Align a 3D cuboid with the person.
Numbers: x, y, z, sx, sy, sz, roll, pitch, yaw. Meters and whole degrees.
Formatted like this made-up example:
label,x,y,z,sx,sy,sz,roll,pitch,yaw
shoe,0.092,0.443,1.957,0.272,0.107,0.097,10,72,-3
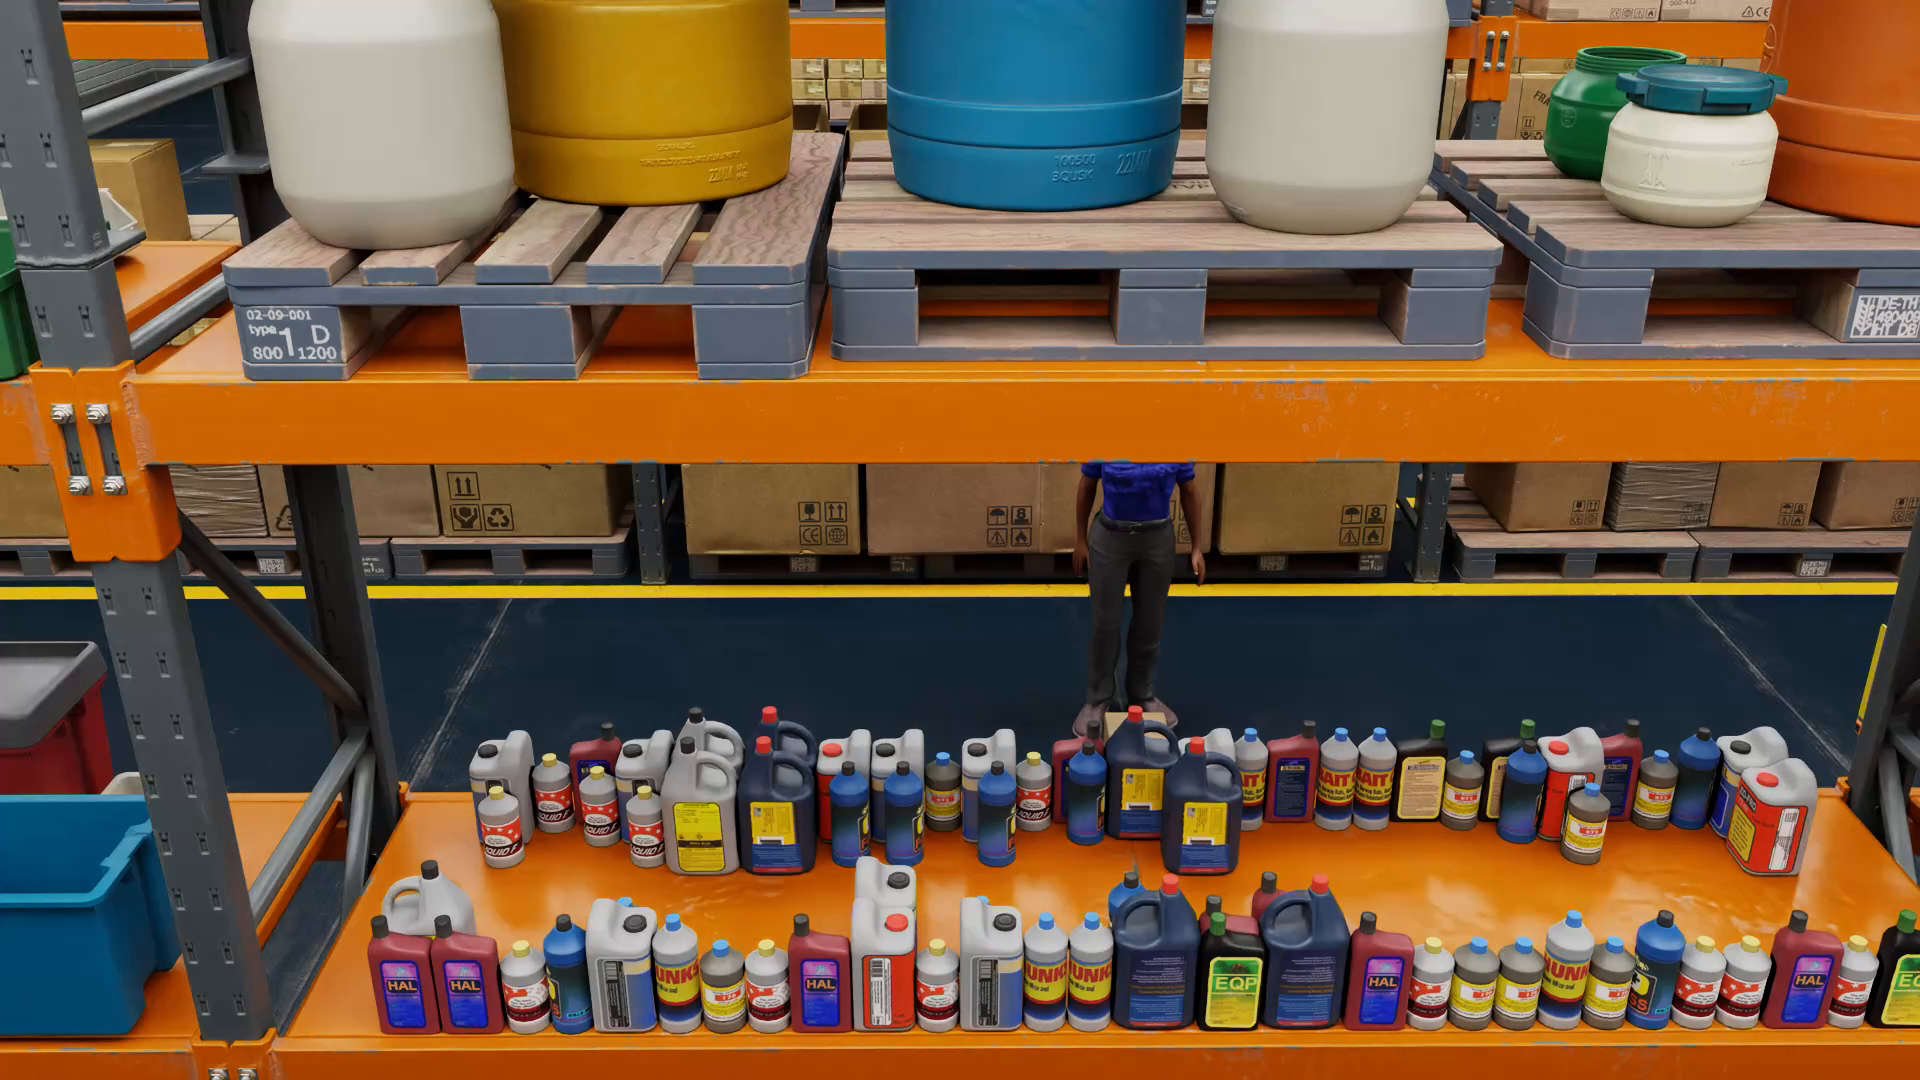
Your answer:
label,x,y,z,sx,sy,sz,roll,pitch,yaw
person,0.749,0.043,7.011,0.543,1.664,0.333,-3,24,-7
